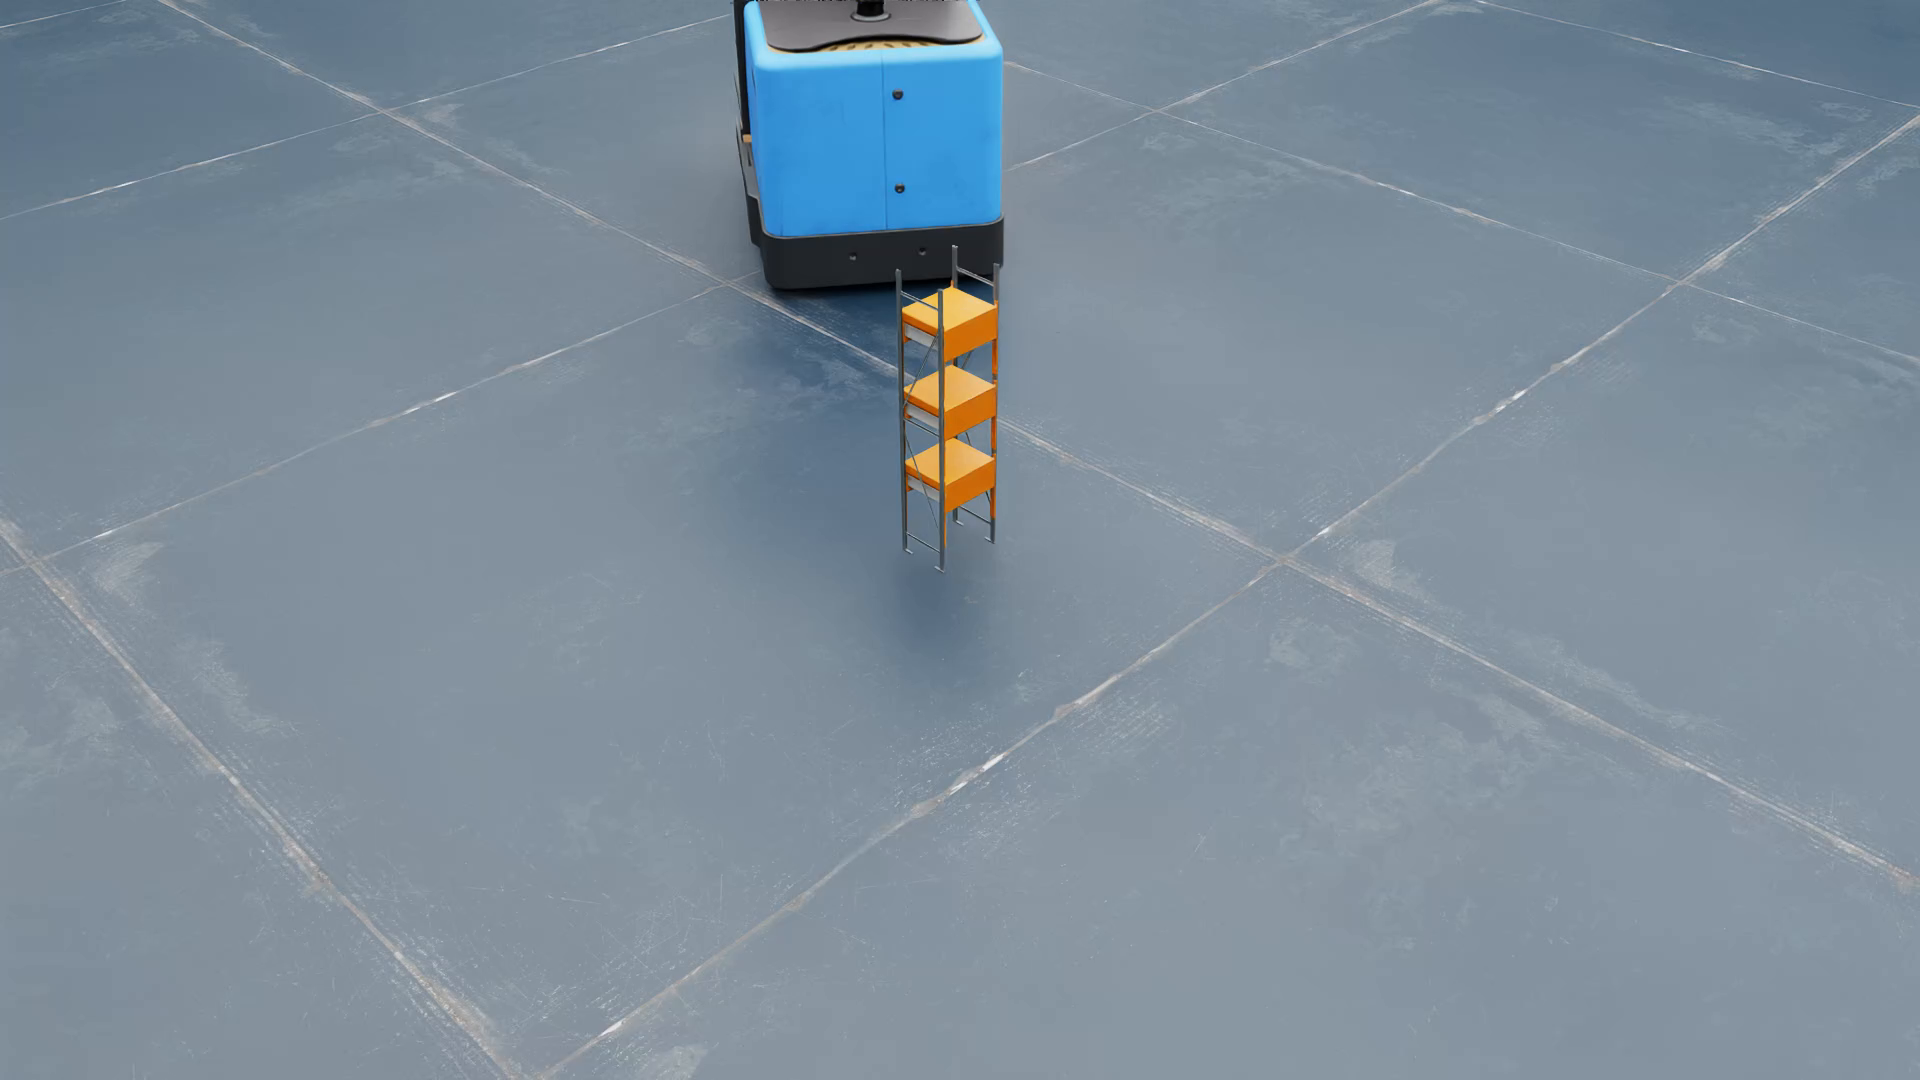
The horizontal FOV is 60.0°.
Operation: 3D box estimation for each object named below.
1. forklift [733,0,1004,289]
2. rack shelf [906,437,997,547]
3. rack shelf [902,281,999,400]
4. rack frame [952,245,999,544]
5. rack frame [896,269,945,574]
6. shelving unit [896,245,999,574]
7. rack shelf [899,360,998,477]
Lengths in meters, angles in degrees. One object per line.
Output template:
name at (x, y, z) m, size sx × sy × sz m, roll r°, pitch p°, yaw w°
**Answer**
forklift at (-0.557, -3.119, 7.660) m, size 1.130 × 2.935 × 3.031 m, roll -5°, pitch 35°, yaw -8°
rack shelf at (-0.038, -0.172, 5.584) m, size 0.215 × 0.259 × 0.240 m, roll 30°, pitch 45°, yaw 35°
rack shelf at (-0.038, -0.633, 5.262) m, size 0.215 × 0.259 × 0.240 m, roll 30°, pitch 45°, yaw 35°
rack frame at (0.048, -0.458, 5.490) m, size 0.200 × 1.050 × 0.008 m, roll 30°, pitch 45°, yaw 35°
rack frame at (-0.124, -0.359, 5.348) m, size 0.200 × 1.050 × 0.008 m, roll 30°, pitch 45°, yaw 35°
shelving unit at (-0.038, -0.409, 5.419) m, size 0.215 × 1.050 × 0.252 m, roll 30°, pitch 45°, yaw 35°
rack shelf at (-0.038, -0.400, 5.425) m, size 0.215 × 0.259 × 0.240 m, roll 30°, pitch 45°, yaw 35°
